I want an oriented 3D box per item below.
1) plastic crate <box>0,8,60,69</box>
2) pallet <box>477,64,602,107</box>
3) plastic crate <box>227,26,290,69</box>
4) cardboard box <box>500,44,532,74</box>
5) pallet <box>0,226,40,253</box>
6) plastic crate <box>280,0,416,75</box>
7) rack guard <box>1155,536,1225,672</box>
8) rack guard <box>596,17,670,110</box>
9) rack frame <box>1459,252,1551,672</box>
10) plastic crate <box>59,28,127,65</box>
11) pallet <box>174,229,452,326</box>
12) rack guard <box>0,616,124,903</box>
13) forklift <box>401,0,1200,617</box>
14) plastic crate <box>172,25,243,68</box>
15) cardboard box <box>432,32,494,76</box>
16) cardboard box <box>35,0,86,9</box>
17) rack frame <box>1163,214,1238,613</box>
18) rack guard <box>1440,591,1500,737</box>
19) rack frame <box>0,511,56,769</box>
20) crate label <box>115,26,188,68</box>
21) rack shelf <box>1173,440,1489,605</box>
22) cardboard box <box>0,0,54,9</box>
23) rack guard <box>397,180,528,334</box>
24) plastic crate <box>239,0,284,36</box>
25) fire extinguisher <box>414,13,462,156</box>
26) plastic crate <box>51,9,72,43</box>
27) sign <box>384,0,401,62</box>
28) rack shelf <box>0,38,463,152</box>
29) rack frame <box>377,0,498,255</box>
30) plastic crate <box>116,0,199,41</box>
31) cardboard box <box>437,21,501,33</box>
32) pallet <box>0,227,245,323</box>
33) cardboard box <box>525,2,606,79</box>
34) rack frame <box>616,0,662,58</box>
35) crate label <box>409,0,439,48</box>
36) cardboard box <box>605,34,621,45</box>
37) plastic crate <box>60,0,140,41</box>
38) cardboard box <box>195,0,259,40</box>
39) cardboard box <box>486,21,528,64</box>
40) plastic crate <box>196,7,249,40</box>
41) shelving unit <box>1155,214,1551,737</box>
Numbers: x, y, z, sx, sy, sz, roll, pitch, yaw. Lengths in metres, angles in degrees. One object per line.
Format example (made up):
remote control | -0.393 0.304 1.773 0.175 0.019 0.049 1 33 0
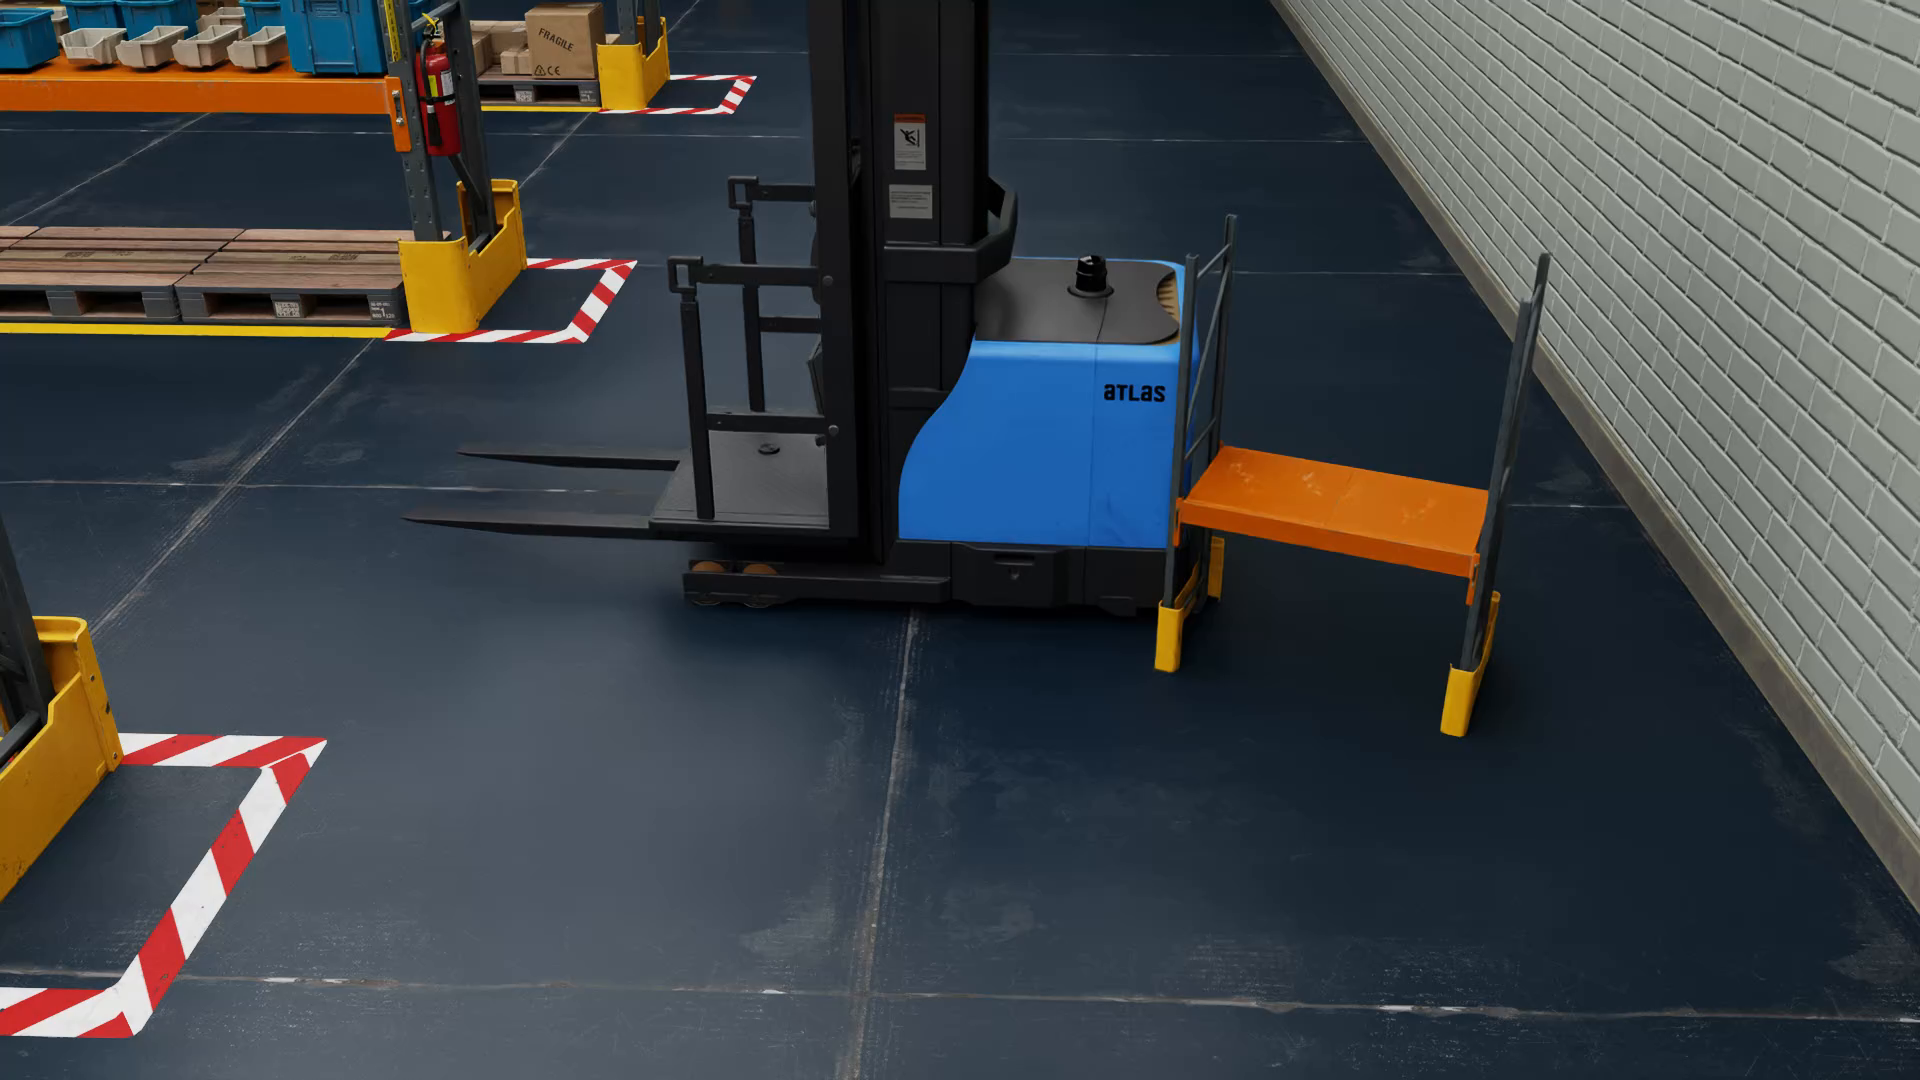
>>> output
plastic crate | -4.821 -2.553 8.479 0.300 0.233 0.416 1 28 2
pallet | -3.454 -3.787 13.669 1.213 0.211 1.003 1 28 2
plastic crate | -3.581 -2.526 8.529 0.243 0.136 0.396 1 28 2
cardboard box | -3.534 -3.891 13.442 0.250 0.166 0.380 1 28 2
pallet | -6.021 -1.527 9.405 1.213 0.211 1.003 1 28 2
plastic crate | -3.101 -2.647 8.439 0.499 0.435 0.616 1 28 2
rack guard | 0.842 0.225 6.059 0.087 0.250 0.587 12 30 21
rack guard | -2.657 -3.902 13.578 0.348 0.500 1.175 1 28 2
rack frame | 1.754 -0.139 5.410 0.032 1.500 0.500 12 30 21
plastic crate | -4.446 -2.527 8.531 0.250 0.136 0.298 1 28 2
pallet | -3.582 -1.487 9.329 1.213 0.211 1.003 1 28 2
rack guard | -2.910 0.736 4.828 0.348 0.500 1.175 1 28 2
forklift | -0.631 -1.280 6.036 3.031 2.935 1.130 2 28 4
plastic crate | -3.870 -2.537 8.551 0.243 0.136 0.396 1 28 2
cardboard box | -4.081 -3.908 13.386 0.500 0.250 0.500 1 28 2
cardboard box | -7.082 -4.036 13.359 0.500 0.500 0.500 1 28 2
rack frame | 0.824 -0.331 5.773 0.032 1.500 0.500 12 30 21
rack guard | 1.753 0.413 5.704 0.087 0.250 0.587 12 30 21
rack frame | -2.934 -0.369 4.243 0.127 3.000 1.000 1 28 2
crate label | -4.149 -2.530 8.538 0.243 0.136 0.396 1 28 2
rack shelf | 1.289 -0.076 5.676 1.000 0.185 0.538 12 30 21
cardboard box | -7.575 -4.048 13.382 0.500 0.500 0.500 1 28 2
rack guard | -2.735 -1.588 9.212 0.348 0.500 1.175 1 28 2
plastic crate | -3.652 -2.809 8.960 0.300 0.233 0.416 1 28 2
fire extinguisher | -2.625 -2.273 8.316 0.183 0.674 0.296 1 28 2
plastic crate | -5.006 -2.775 9.000 0.466 0.136 0.293 1 28 2
sign | -2.763 -2.501 8.092 0.005 0.325 0.100 1 28 2
rack shelf | -4.758 -2.402 8.847 4.000 0.370 1.077 1 28 2
rack frame | -2.759 -2.687 8.616 0.127 3.000 1.000 1 28 2
plastic crate | -4.310 -2.820 8.981 0.300 0.233 0.416 1 28 2
cardboard box | -4.114 -4.143 13.829 0.500 0.250 0.500 1 28 2
pallet | -4.798 -1.508 9.370 1.213 0.211 1.003 1 28 2
cardboard box | -3.133 -3.989 13.272 0.500 0.500 0.500 1 28 2
rack frame | -2.581 -5.006 12.990 0.127 3.000 1.000 1 28 2
crate label | -2.994 -2.798 8.940 0.303 0.233 0.416 1 28 2
cardboard box | -2.987 -4.108 13.871 0.250 0.149 0.380 1 28 2
plastic crate | -4.610 -2.824 8.990 0.300 0.233 0.416 1 28 2
cardboard box | -5.999 -4.285 13.830 0.500 0.500 0.500 1 28 2
cardboard box | -3.614 -4.135 13.814 0.500 0.250 0.500 1 28 2
plastic crate | -3.990 -2.810 9.067 0.298 0.136 0.250 1 28 2
shelving unit | 1.297 -0.233 5.588 1.083 1.500 0.587 12 30 21
